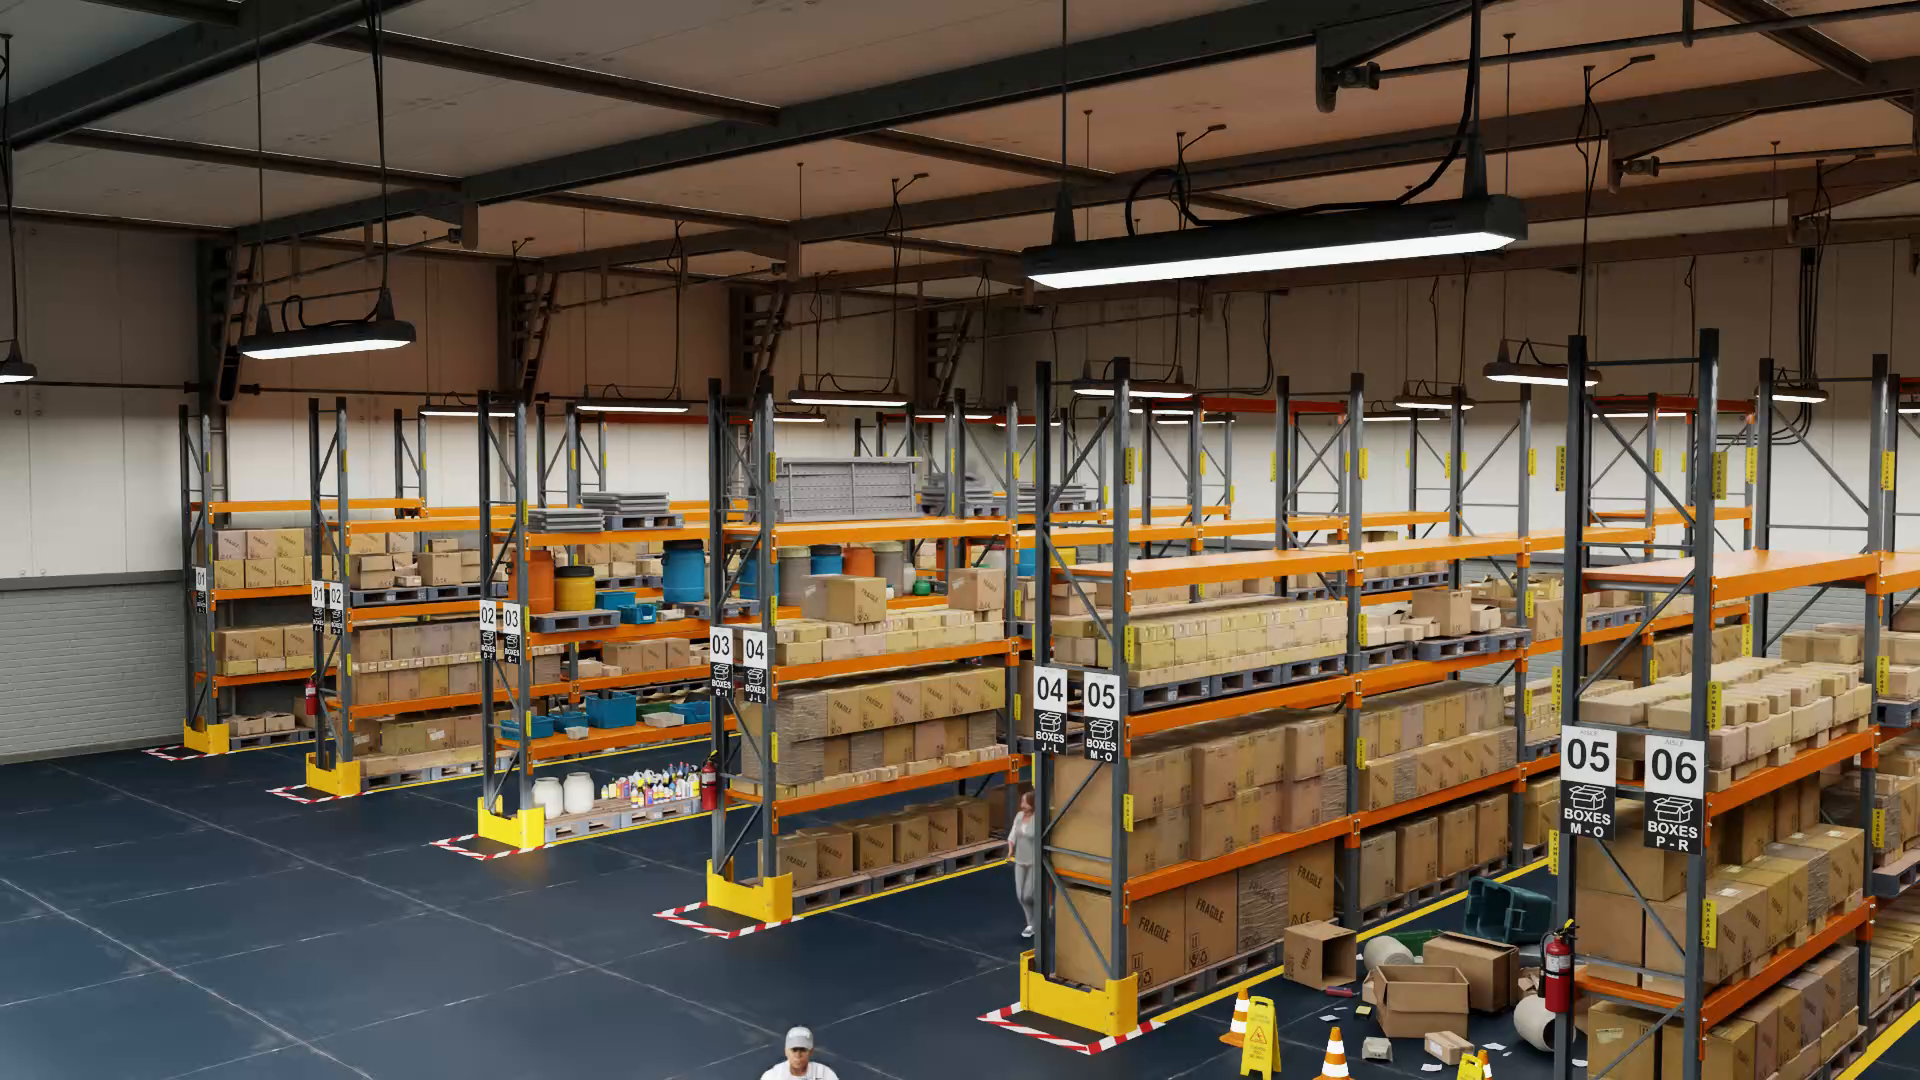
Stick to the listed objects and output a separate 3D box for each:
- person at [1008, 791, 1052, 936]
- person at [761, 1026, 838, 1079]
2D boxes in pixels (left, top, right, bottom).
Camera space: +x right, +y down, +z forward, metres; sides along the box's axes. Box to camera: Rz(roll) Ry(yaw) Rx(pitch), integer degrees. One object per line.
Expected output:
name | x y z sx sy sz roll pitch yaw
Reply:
person | 0.752 3.451 17.714 0.570 1.560 0.562 2 4 34
person | -0.996 3.819 10.306 0.608 1.641 0.639 0 3 -2
